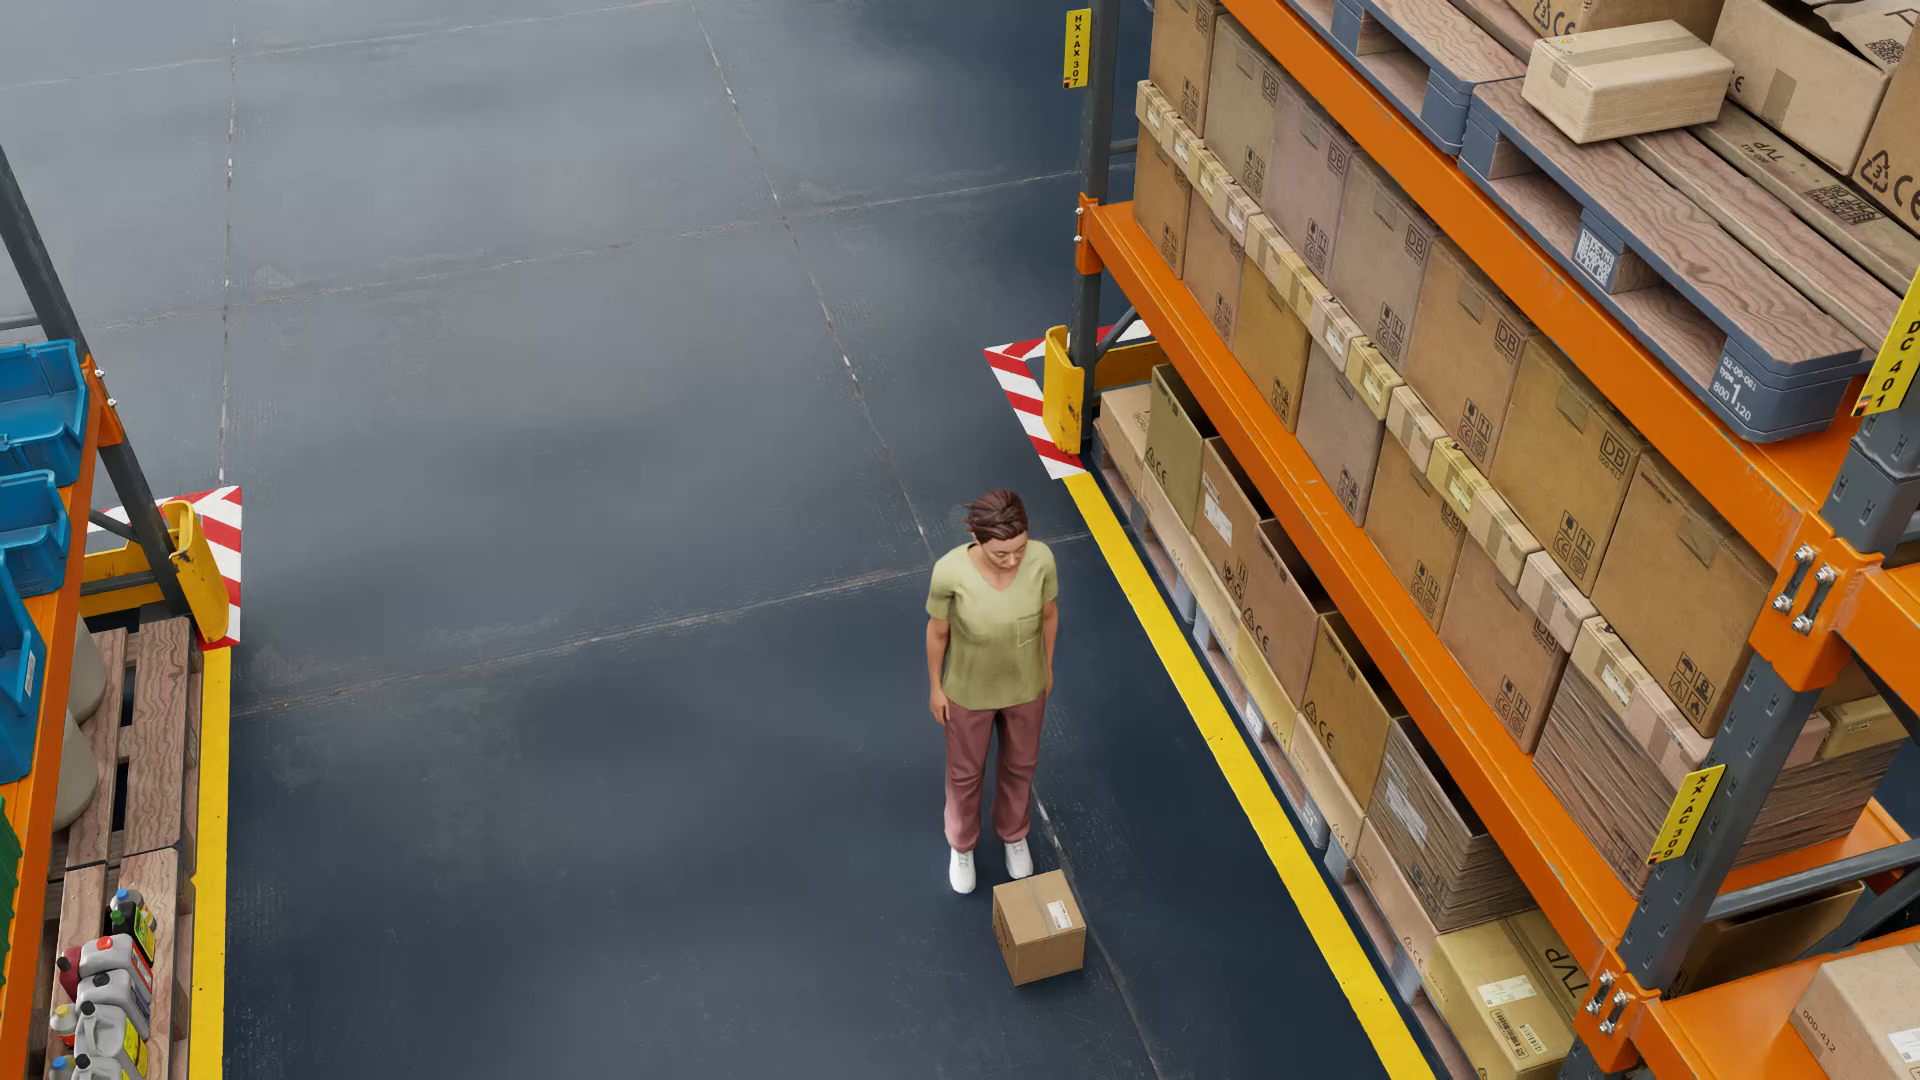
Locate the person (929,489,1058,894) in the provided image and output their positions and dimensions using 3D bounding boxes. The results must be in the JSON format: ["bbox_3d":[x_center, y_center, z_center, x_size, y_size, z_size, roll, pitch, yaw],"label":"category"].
[{"bbox_3d":[0.133,0.502,5.594,0.450,1.689,0.414,-12,44,-13],"label":"person"}]
